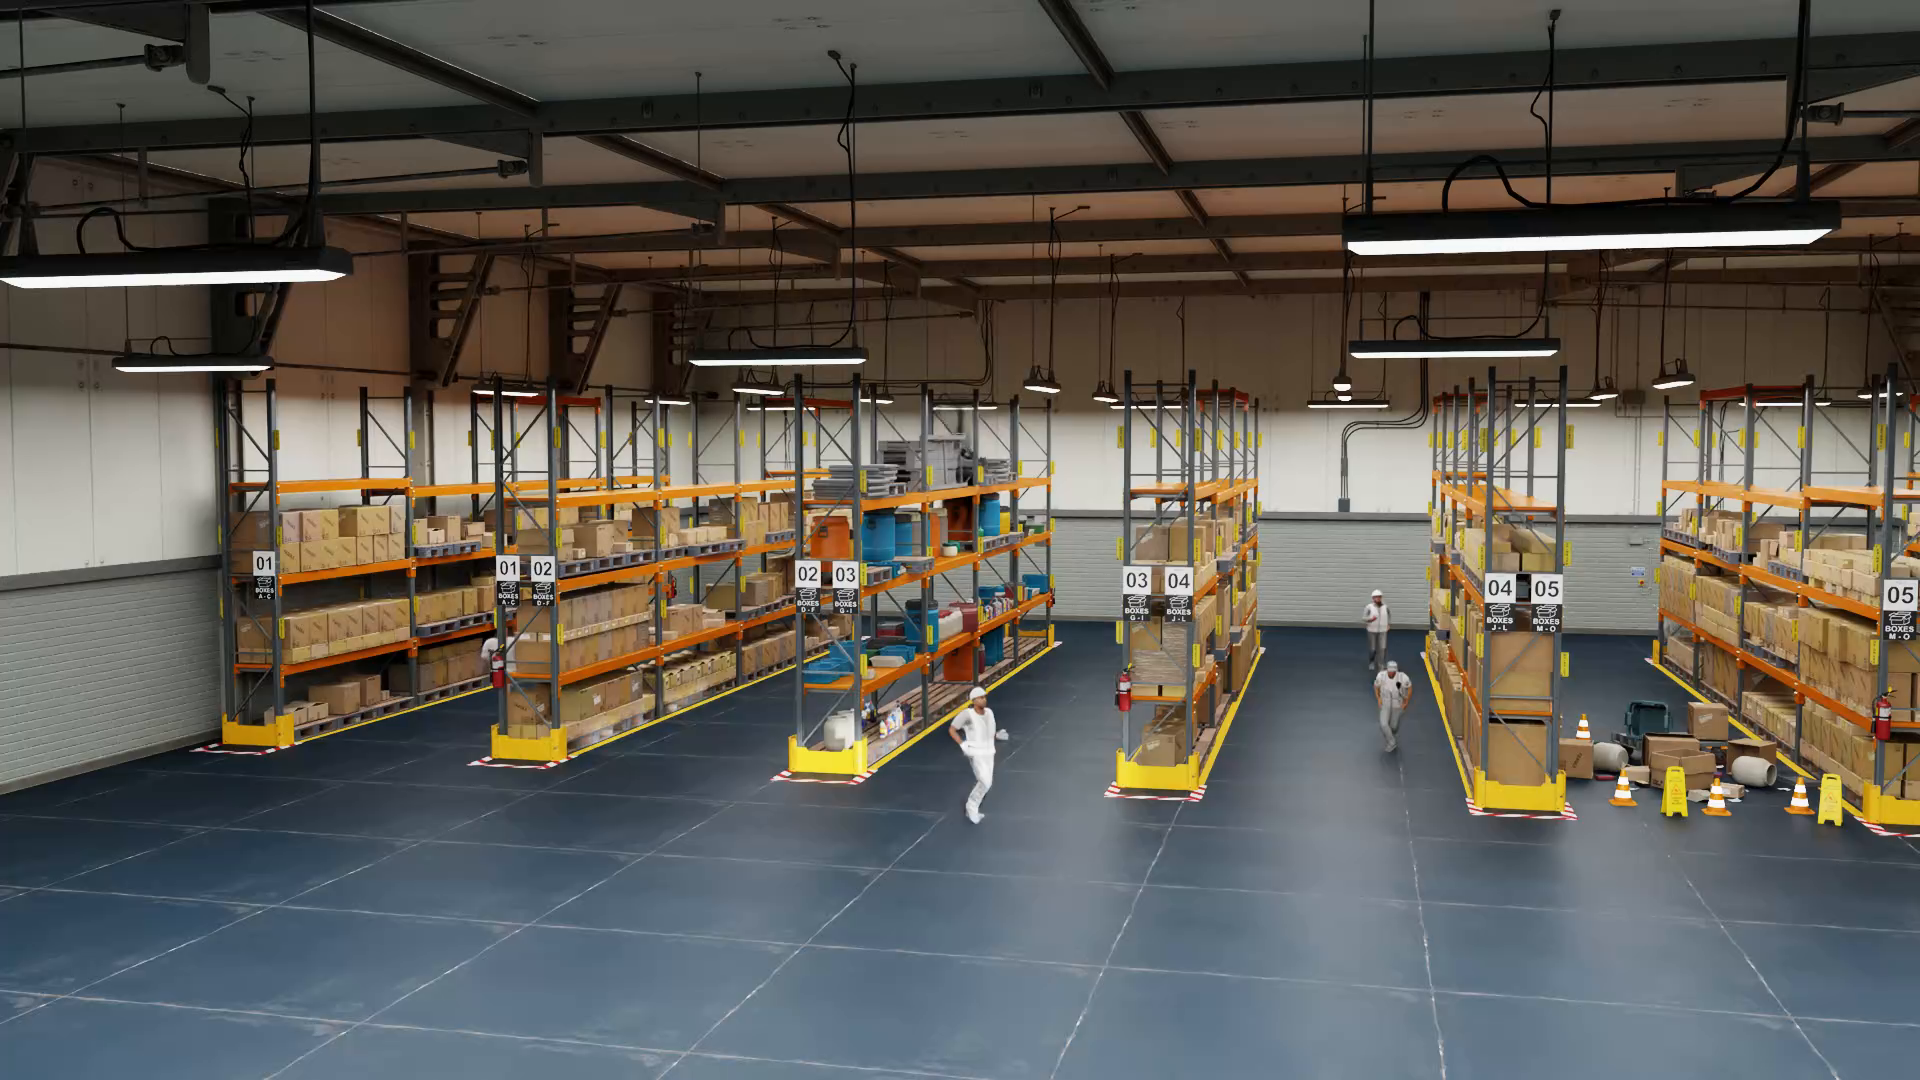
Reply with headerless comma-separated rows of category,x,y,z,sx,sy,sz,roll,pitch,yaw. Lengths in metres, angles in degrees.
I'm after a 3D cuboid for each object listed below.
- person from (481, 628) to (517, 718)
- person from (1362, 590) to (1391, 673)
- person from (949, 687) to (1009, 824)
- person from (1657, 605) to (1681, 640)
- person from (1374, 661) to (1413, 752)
person,-8.070,2.366,29.438,0.692,1.752,0.999,0,3,4
person,8.904,1.965,35.500,0.653,1.793,0.902,0,3,3
person,0.297,2.817,21.695,0.635,1.774,0.663,3,5,44
person,16.597,1.805,38.806,0.683,1.798,0.633,1,3,9
person,7.002,2.661,26.872,0.613,1.506,1.017,1,4,18
